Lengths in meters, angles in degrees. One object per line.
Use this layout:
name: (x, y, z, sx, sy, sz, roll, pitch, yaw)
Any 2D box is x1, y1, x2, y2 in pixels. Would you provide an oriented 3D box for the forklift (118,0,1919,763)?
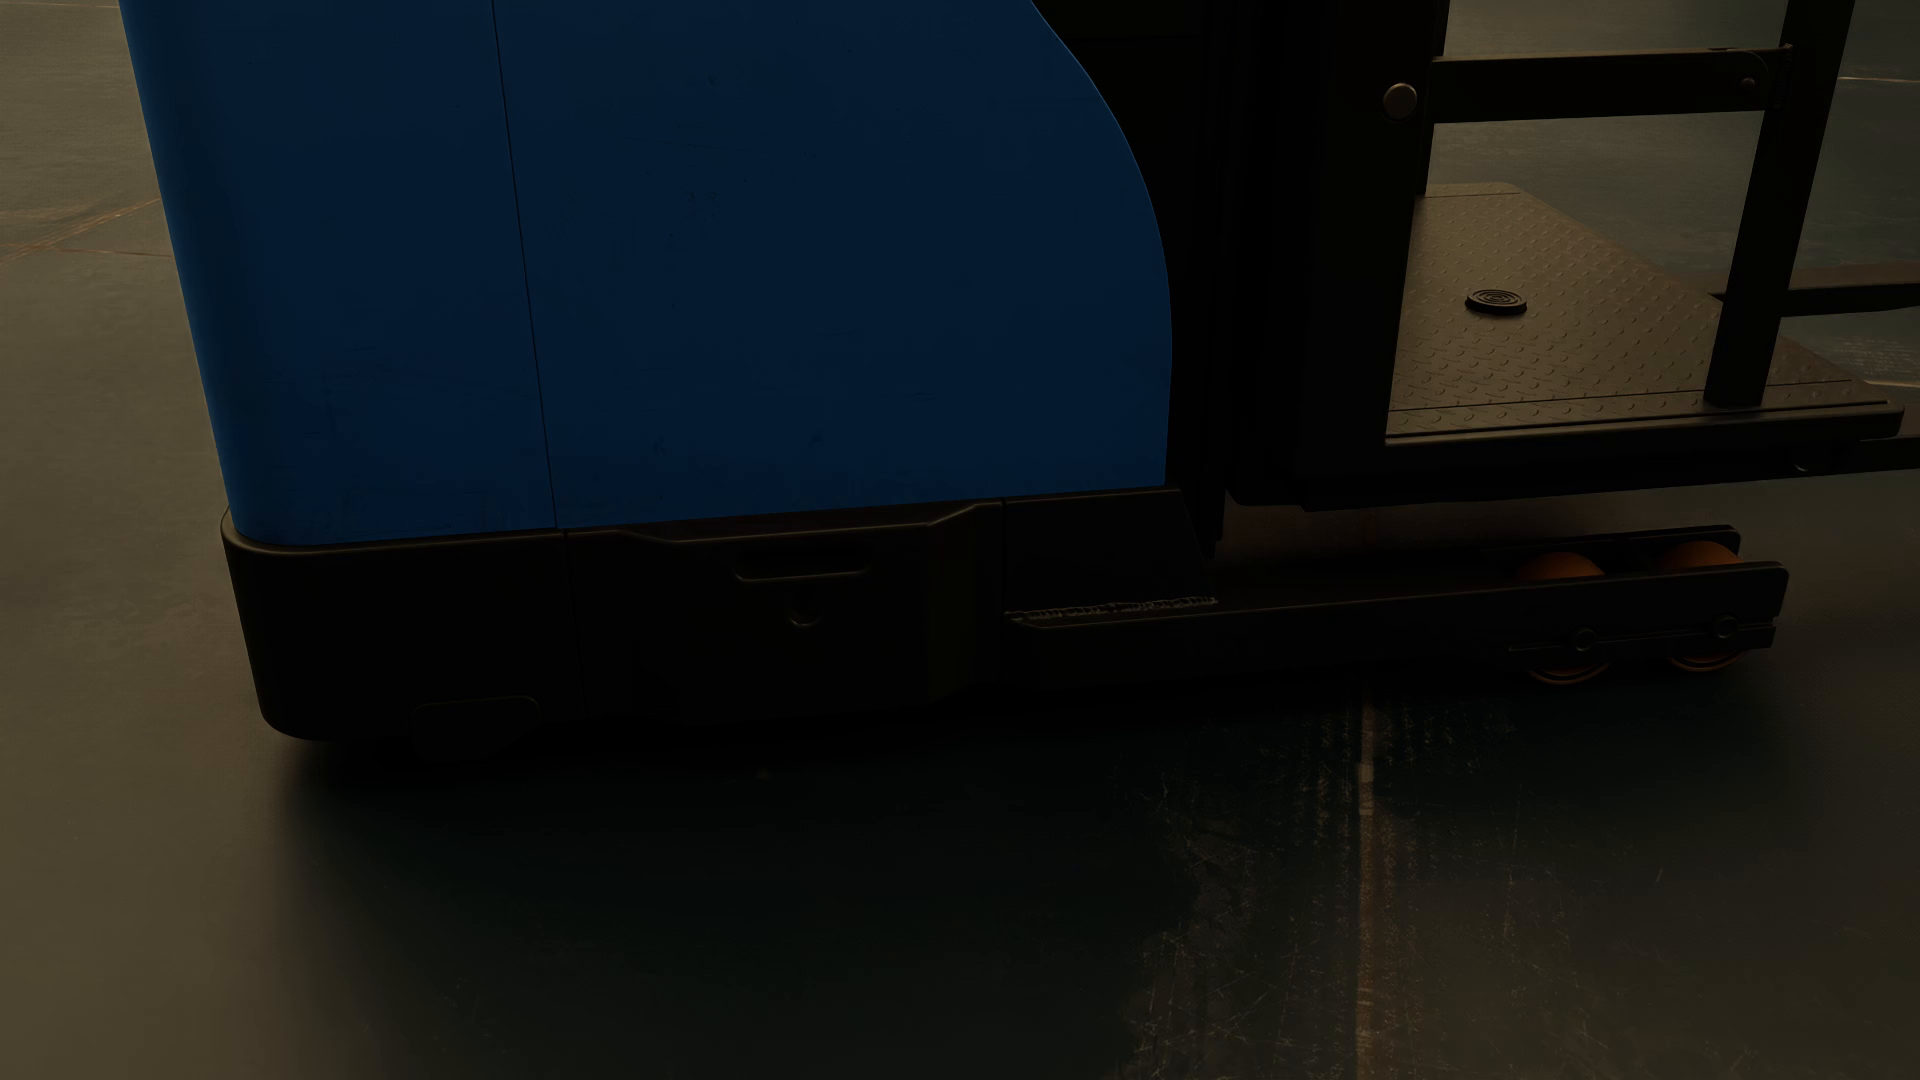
forklift: (0.600, -1.354, 1.930, 3.031, 2.935, 1.130, -4, 27, -9)
